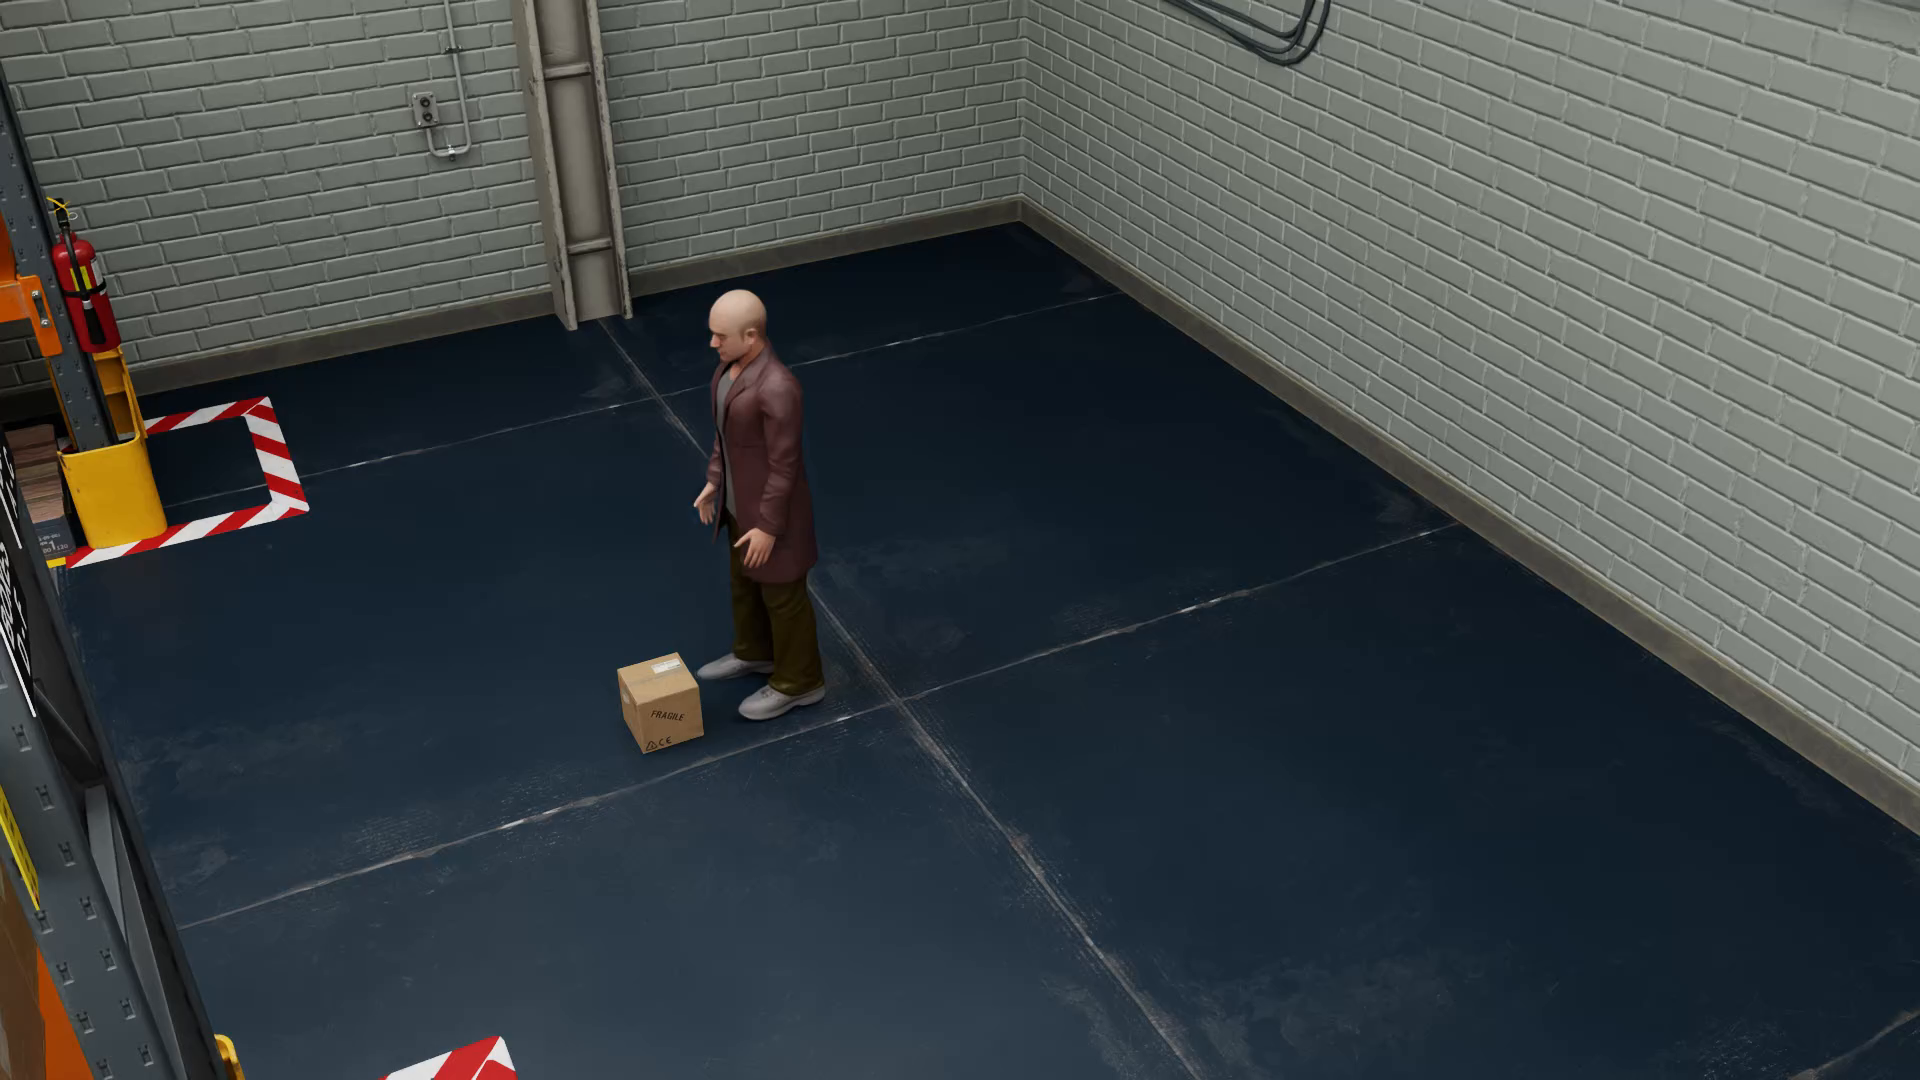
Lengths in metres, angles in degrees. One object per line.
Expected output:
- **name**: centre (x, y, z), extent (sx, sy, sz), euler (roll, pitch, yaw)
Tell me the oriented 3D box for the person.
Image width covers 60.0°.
- **person**: centre (-0.789, -0.113, 6.338), extent (0.430, 1.806, 0.572), euler (-16, 36, -23)
